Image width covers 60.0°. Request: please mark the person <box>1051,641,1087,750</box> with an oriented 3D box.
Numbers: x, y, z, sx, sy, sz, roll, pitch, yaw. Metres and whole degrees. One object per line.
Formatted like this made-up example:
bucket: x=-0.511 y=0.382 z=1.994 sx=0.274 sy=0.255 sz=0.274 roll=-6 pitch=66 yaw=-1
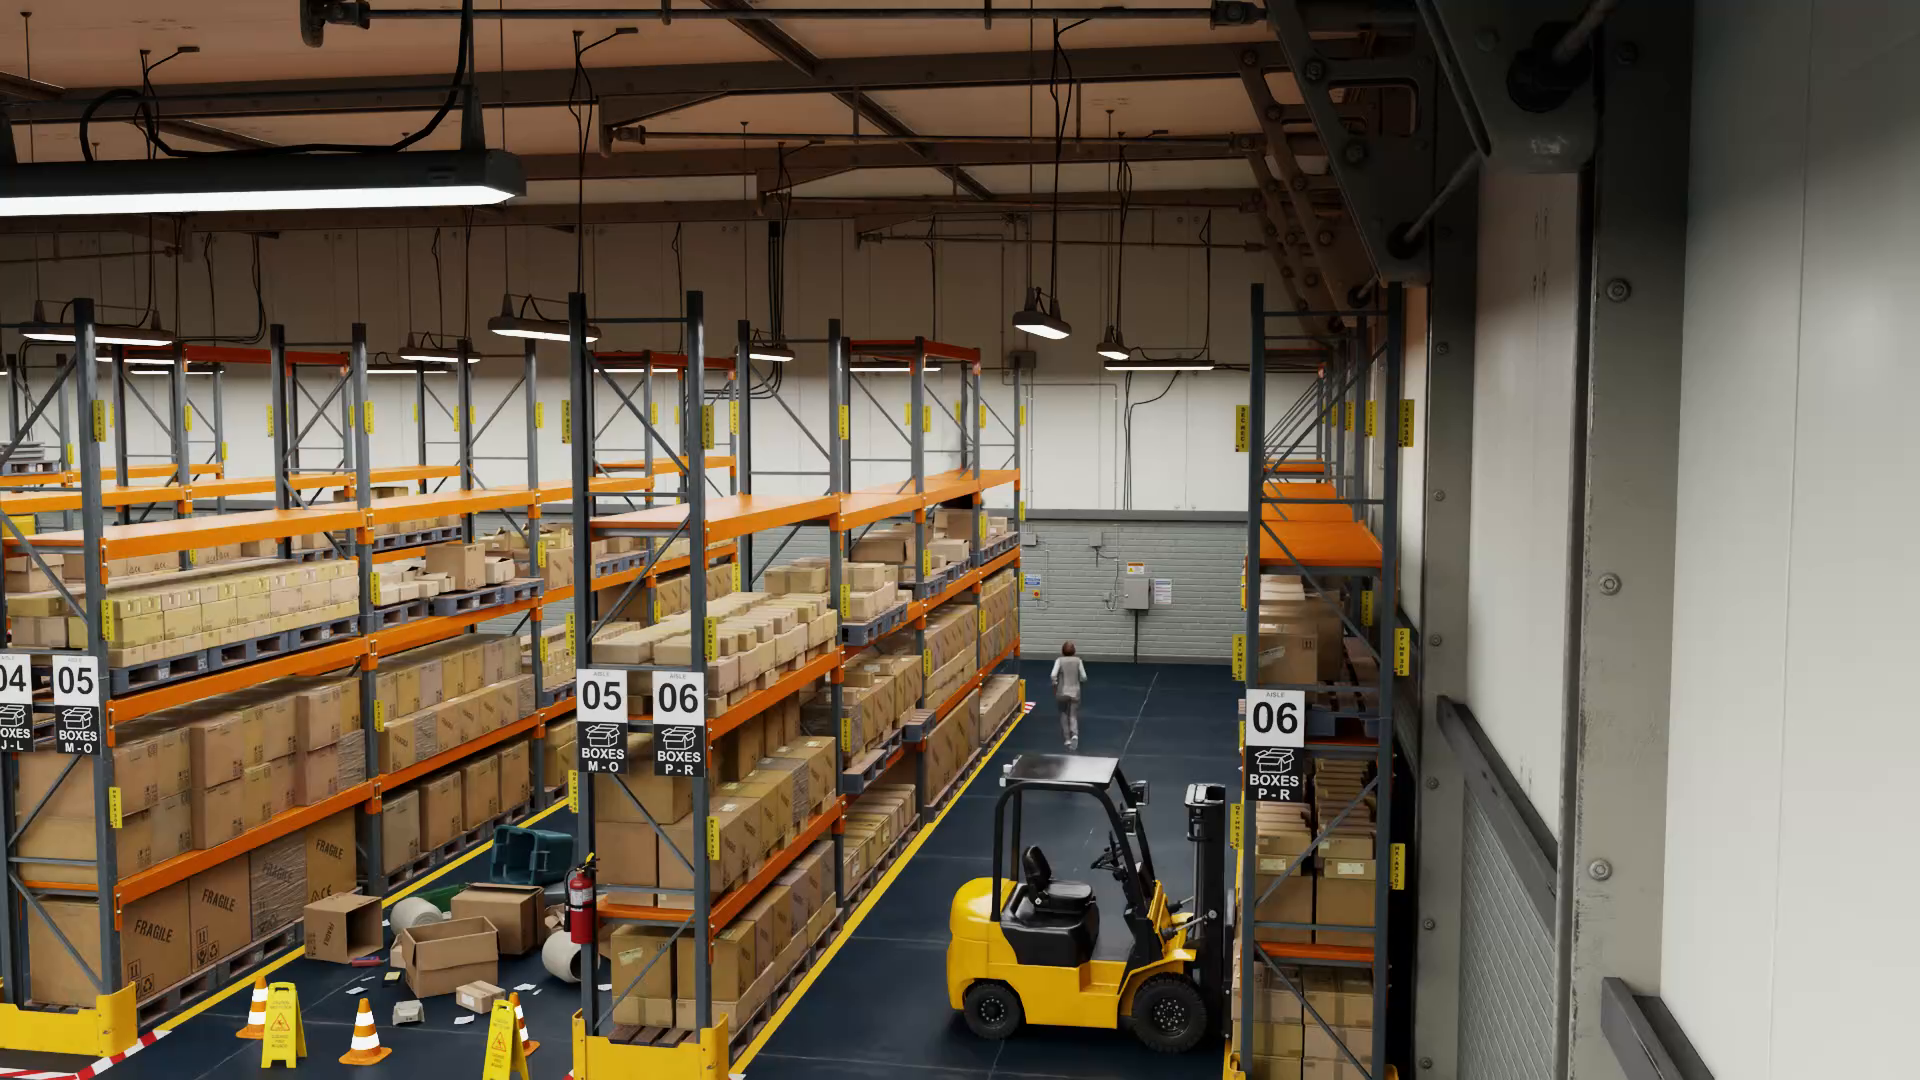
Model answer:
person: x=1.553 y=2.214 z=23.780 sx=0.526 sy=1.539 sz=0.663 roll=0 pitch=5 yaw=-2
